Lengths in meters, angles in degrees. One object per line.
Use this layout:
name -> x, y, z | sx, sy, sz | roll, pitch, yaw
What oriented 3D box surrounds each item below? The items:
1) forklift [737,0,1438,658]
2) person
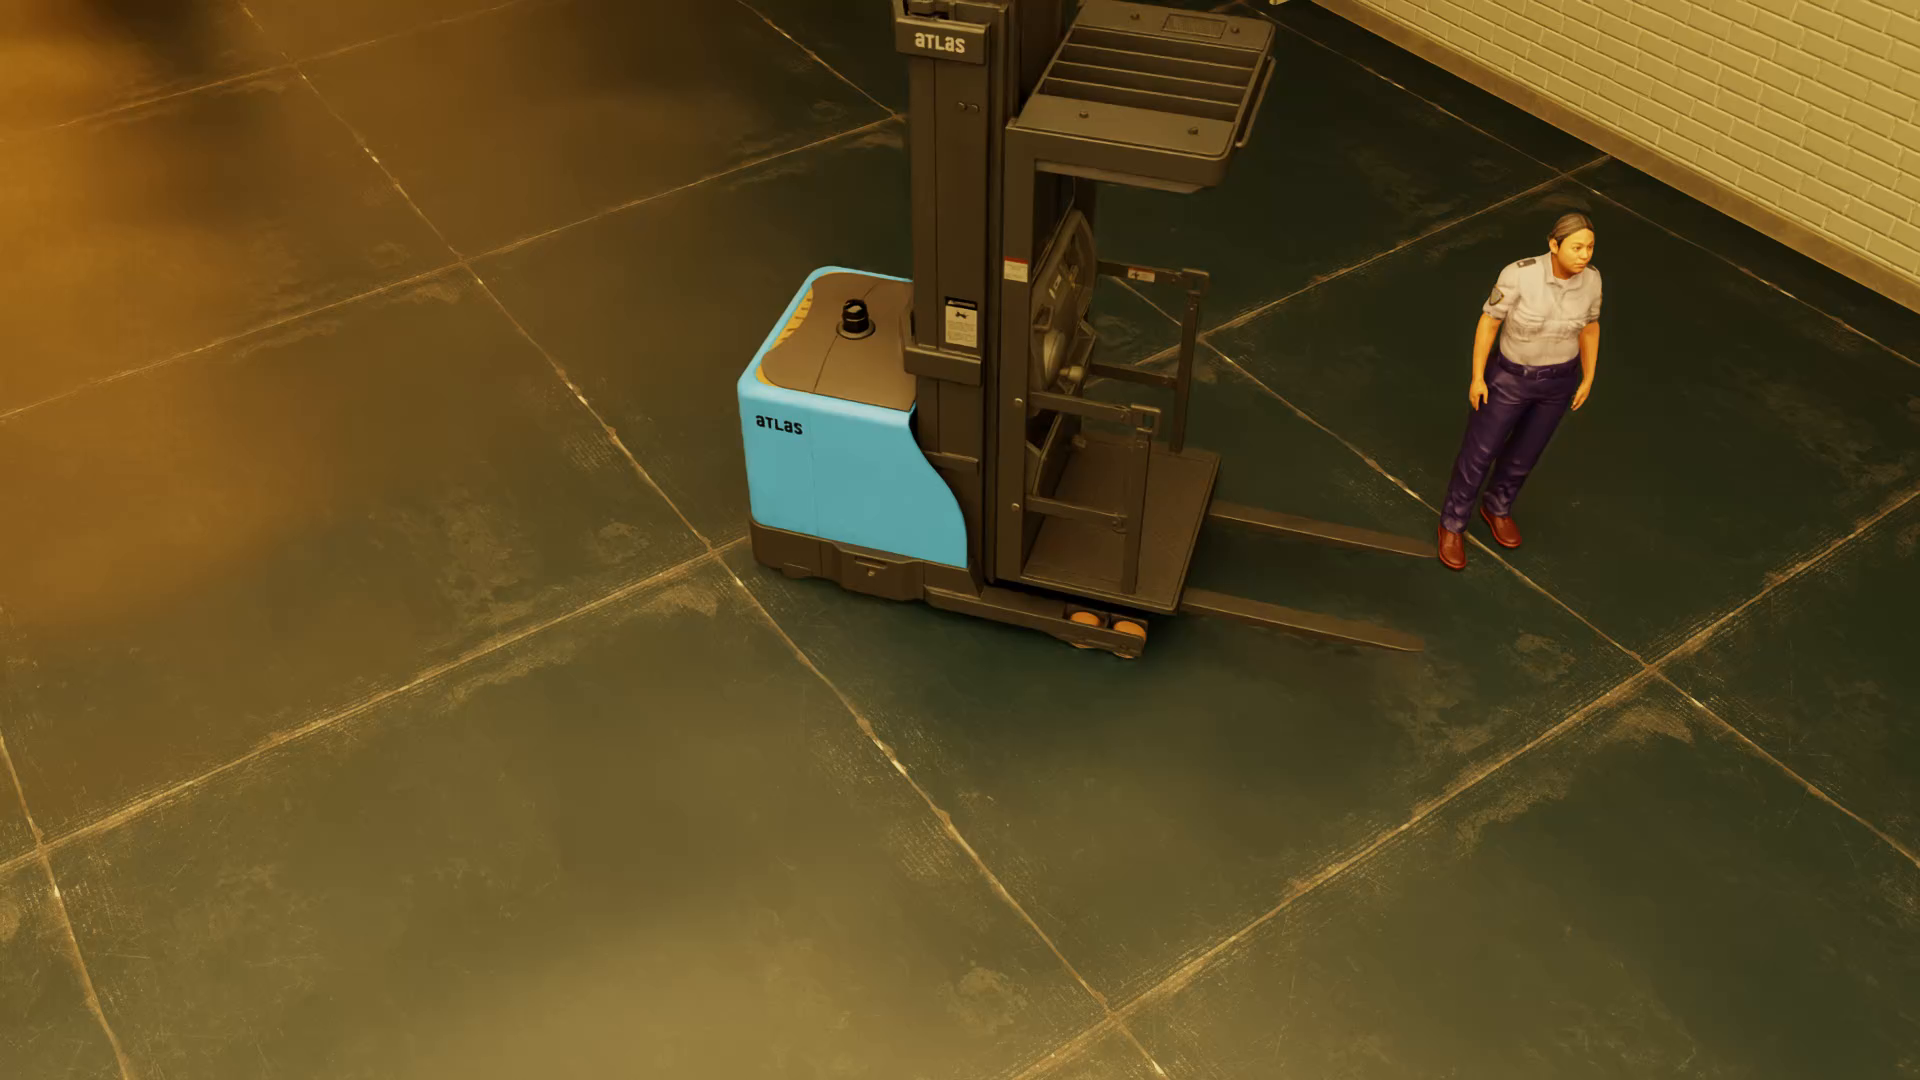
forklift -> 0.611, -0.964, 6.761 | 3.031, 2.935, 1.130 | 12, 44, 13
person -> 2.526, -0.645, 7.355 | 0.604, 1.650, 0.503 | -3, 43, -4
